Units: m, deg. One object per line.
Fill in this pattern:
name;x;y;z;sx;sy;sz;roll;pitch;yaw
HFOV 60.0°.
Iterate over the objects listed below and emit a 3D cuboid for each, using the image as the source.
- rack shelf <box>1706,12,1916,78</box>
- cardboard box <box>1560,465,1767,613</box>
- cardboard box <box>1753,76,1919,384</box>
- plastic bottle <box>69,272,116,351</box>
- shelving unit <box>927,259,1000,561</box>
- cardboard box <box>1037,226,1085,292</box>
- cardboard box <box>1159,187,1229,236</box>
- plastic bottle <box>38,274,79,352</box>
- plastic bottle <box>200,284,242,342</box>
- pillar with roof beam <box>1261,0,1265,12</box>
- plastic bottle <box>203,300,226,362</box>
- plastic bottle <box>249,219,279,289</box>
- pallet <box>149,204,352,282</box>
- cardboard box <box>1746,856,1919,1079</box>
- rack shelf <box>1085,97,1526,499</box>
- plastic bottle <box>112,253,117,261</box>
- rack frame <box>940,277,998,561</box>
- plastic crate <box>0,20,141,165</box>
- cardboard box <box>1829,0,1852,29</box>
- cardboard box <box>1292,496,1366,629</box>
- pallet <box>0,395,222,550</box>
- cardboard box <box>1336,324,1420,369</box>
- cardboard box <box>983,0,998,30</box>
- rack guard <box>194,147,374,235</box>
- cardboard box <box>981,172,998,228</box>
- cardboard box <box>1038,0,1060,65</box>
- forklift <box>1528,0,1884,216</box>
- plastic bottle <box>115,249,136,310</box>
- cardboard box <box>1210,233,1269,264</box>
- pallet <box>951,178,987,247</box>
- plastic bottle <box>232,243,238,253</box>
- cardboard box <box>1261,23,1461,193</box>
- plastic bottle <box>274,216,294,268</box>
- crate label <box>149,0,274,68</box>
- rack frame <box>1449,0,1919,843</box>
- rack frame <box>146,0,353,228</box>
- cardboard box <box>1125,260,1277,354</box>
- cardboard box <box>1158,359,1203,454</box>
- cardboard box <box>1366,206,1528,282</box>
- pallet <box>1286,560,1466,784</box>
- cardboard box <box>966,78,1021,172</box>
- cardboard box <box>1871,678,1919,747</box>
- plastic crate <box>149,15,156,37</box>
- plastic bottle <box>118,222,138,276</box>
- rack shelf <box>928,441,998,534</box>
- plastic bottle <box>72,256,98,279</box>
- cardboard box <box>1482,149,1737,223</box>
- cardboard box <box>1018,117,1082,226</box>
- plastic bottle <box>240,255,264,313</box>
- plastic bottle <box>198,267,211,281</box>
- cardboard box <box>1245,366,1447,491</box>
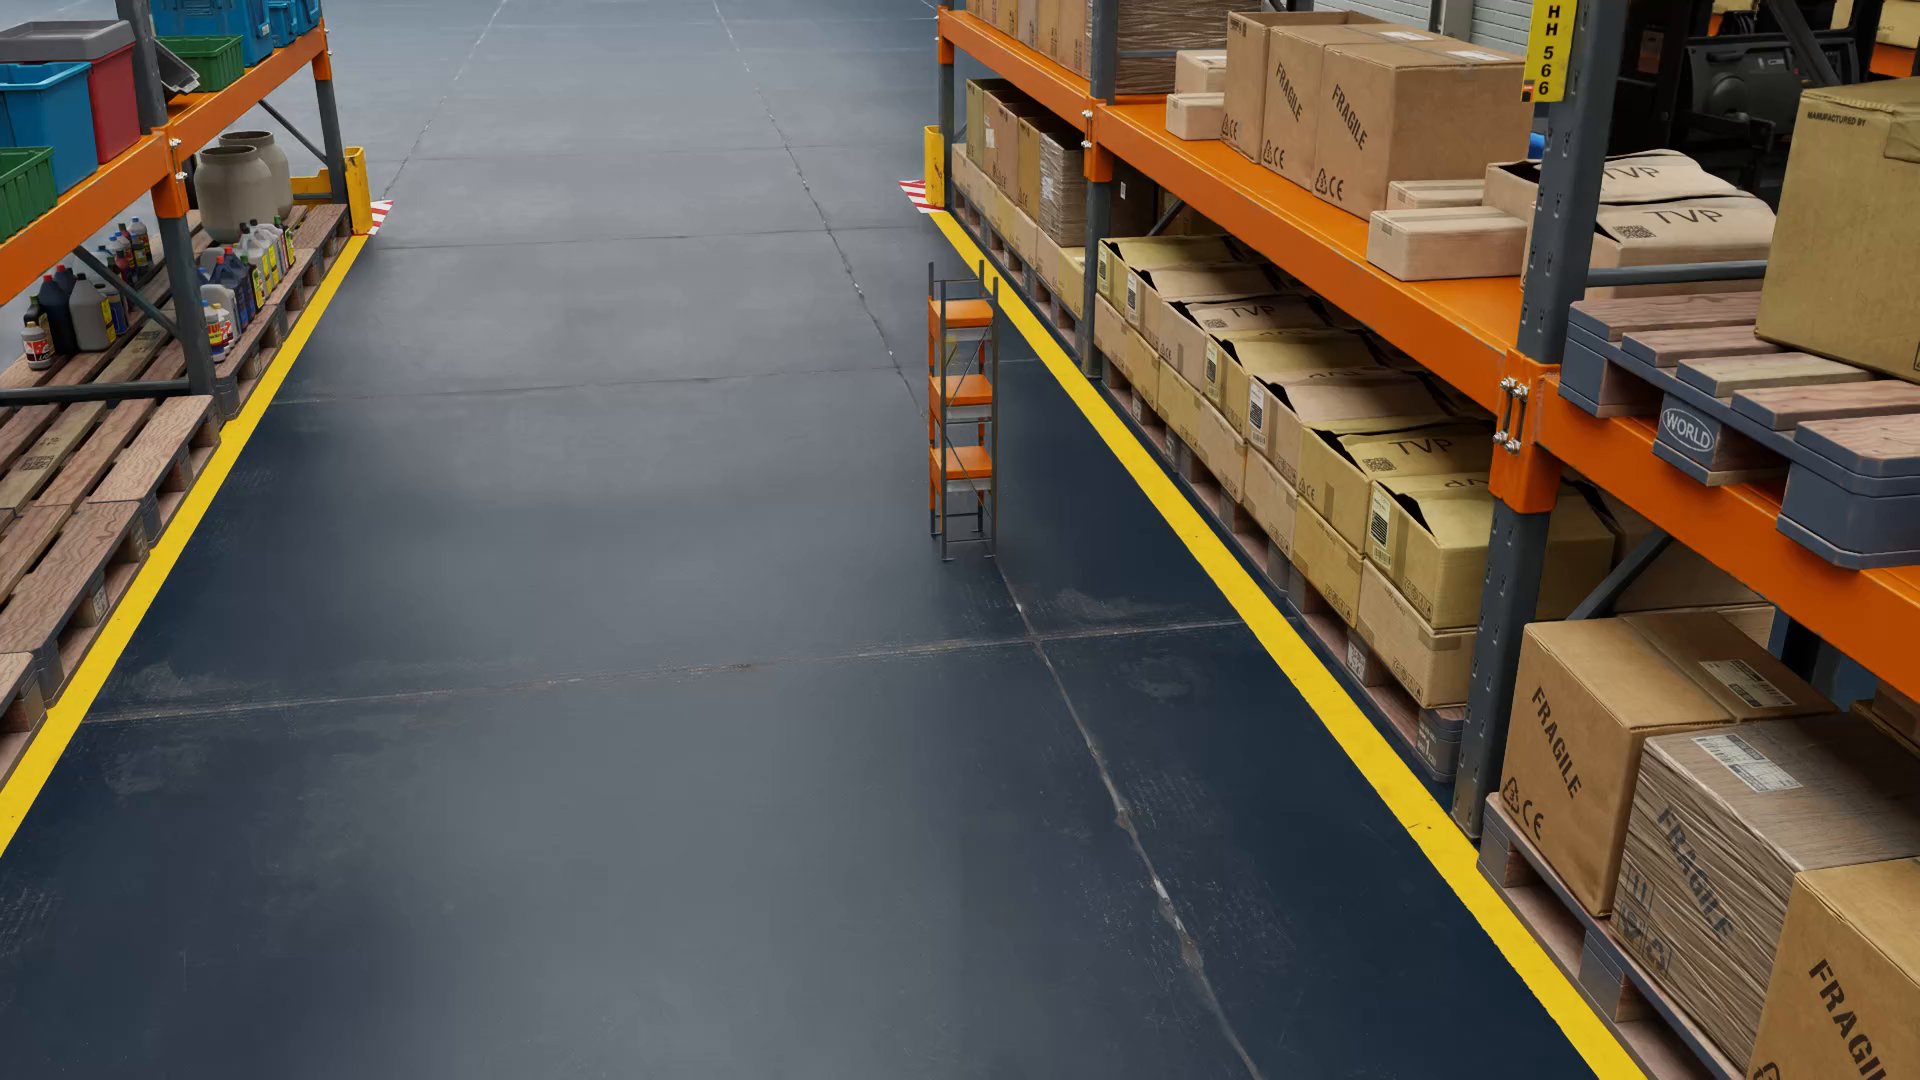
rack shelf;5.592;-3.031;10.340;1.077;0.370;4.000;-4;24;-10
cardboard box;2.026;-0.049;4.825;0.500;0.311;0.500;-4;24;-8
cardboard box;2.061;-0.631;3.298;0.700;0.500;0.500;-13;27;-27
plastic bottle;-4.035;-1.071;7.714;0.144;0.351;0.185;-4;24;-10
shelving unit;0.010;-0.460;5.992;0.215;1.050;0.252;-4;24;-10
cardboard box;0.711;-1.502;8.851;0.500;0.250;0.500;-4;24;-10
cardboard box;1.316;-1.687;8.339;0.500;0.500;0.500;-4;24;-10
plastic bottle;-4.176;-1.060;7.690;0.144;0.351;0.185;-5;24;-11
plastic bottle;-3.489;-1.077;7.821;0.152;0.276;0.135;-3;24;-8
pillar with roof beam;-0.248;-11.086;20.391;9.100;9.000;0.400;-4;24;-10
plastic bottle;-3.402;-0.950;7.536;0.097;0.271;0.097;0;24;0
plastic bottle;-3.663;-1.491;8.676;0.144;0.351;0.185;-3;24;-8
pallet;-4.309;-1.790;10.084;1.003;0.211;1.213;-4;24;-10
cardboard box;1.828;0.915;2.981;0.500;0.500;0.500;-5;24;-10
rack shelf;1.464;-1.089;5.895;1.077;0.370;4.000;-4;24;-10
plastic bottle;-4.385;-1.384;8.617;0.097;0.201;0.097;0;24;0
rack frame;0.032;-0.412;5.882;0.200;1.050;0.008;-4;24;-10
plastic crate;-3.384;-1.702;6.319;0.402;0.464;0.583;-4;24;-10
cardboard box;5.384;-3.071;9.697;0.500;0.250;0.500;-4;24;-10
cardboard box;1.398;0.044;5.312;0.500;0.250;0.500;-5;24;-10
pallet;-3.591;-0.257;6.574;1.003;0.211;1.213;-4;24;-10
cardboard box;1.733;-0.658;6.220;0.500;0.311;0.500;-5;24;-10
cardboard box;0.530;-3.434;10.240;0.700;0.500;0.500;-4;24;-8
rack guard;-4.453;-2.242;10.759;1.175;0.500;0.348;-4;24;-10
cardboard box;0.423;-2.091;10.200;0.500;0.250;0.500;-4;24;-10
cardboard box;0.813;-2.830;8.857;0.700;0.500;0.500;-4;24;-9
forklift;3.634;-1.968;7.095;1.130;2.935;3.031;-8;25;-19
plastic bottle;-4.193;-1.304;8.332;0.061;0.283;0.133;-4;24;-10
cardboard box;1.451;-1.257;7.590;0.500;0.311;0.500;-4;24;-10
pallet;0.537;-2.203;11.031;1.003;0.211;1.213;-4;24;-10
plastic bottle;-3.817;-1.471;8.817;0.097;0.201;0.097;0;24;0
cardboard box;1.411;-1.544;5.912;0.500;0.500;0.500;-4;24;-10
plastic bottle;-3.704;-1.636;9.092;0.061;0.283;0.133;-4;24;-8
crate label;-3.908;-2.726;8.700;0.502;0.435;0.616;-4;24;-10
rack frame;1.834;-0.632;3.950;1.000;3.000;0.127;-4;24;-10
rack frame;-4.514;-3.414;10.319;1.000;3.000;0.127;-4;24;-10
cardboard box;1.014;-1.017;7.040;0.500;0.311;0.500;-5;24;-10
cardboard box;1.117;-0.556;6.687;0.500;0.250;0.500;-5;24;-11
cardboard box;1.396;-0.850;4.763;0.380;0.149;0.250;-4;24;-10
pallet;1.720;0.319;5.256;1.003;0.211;1.213;-4;24;-10
cardboard box;0.330;-2.631;10.500;0.500;0.500;0.500;-4;24;-10
cardboard box;2.252;0.340;3.360;0.500;0.250;0.500;-3;24;-8
plastic crate;-4.665;-2.917;9.511;0.298;0.136;0.250;-4;24;-10
plastic bottle;-4.461;-1.544;8.882;0.061;0.283;0.133;-4;24;-9
rack shelf;0.010;-0.196;6.107;0.215;0.259;0.240;-4;24;-10
plastic bottle;-4.272;-1.263;8.153;0.144;0.351;0.185;-4;24;-10
cardboard box;1.859;-0.958;4.806;0.500;0.311;0.500;-5;24;-10
cardboard box;0.617;-2.042;9.151;0.500;0.500;0.500;-4;24;-10
plastic bottle;-3.540;-1.288;8.295;0.061;0.283;0.133;-3;24;-7
plastic bottle;-3.661;-1.188;8.082;0.097;0.271;0.097;0;24;0
cardboard box;1.302;-0.412;5.656;0.500;0.311;0.500;-4;24;-10
